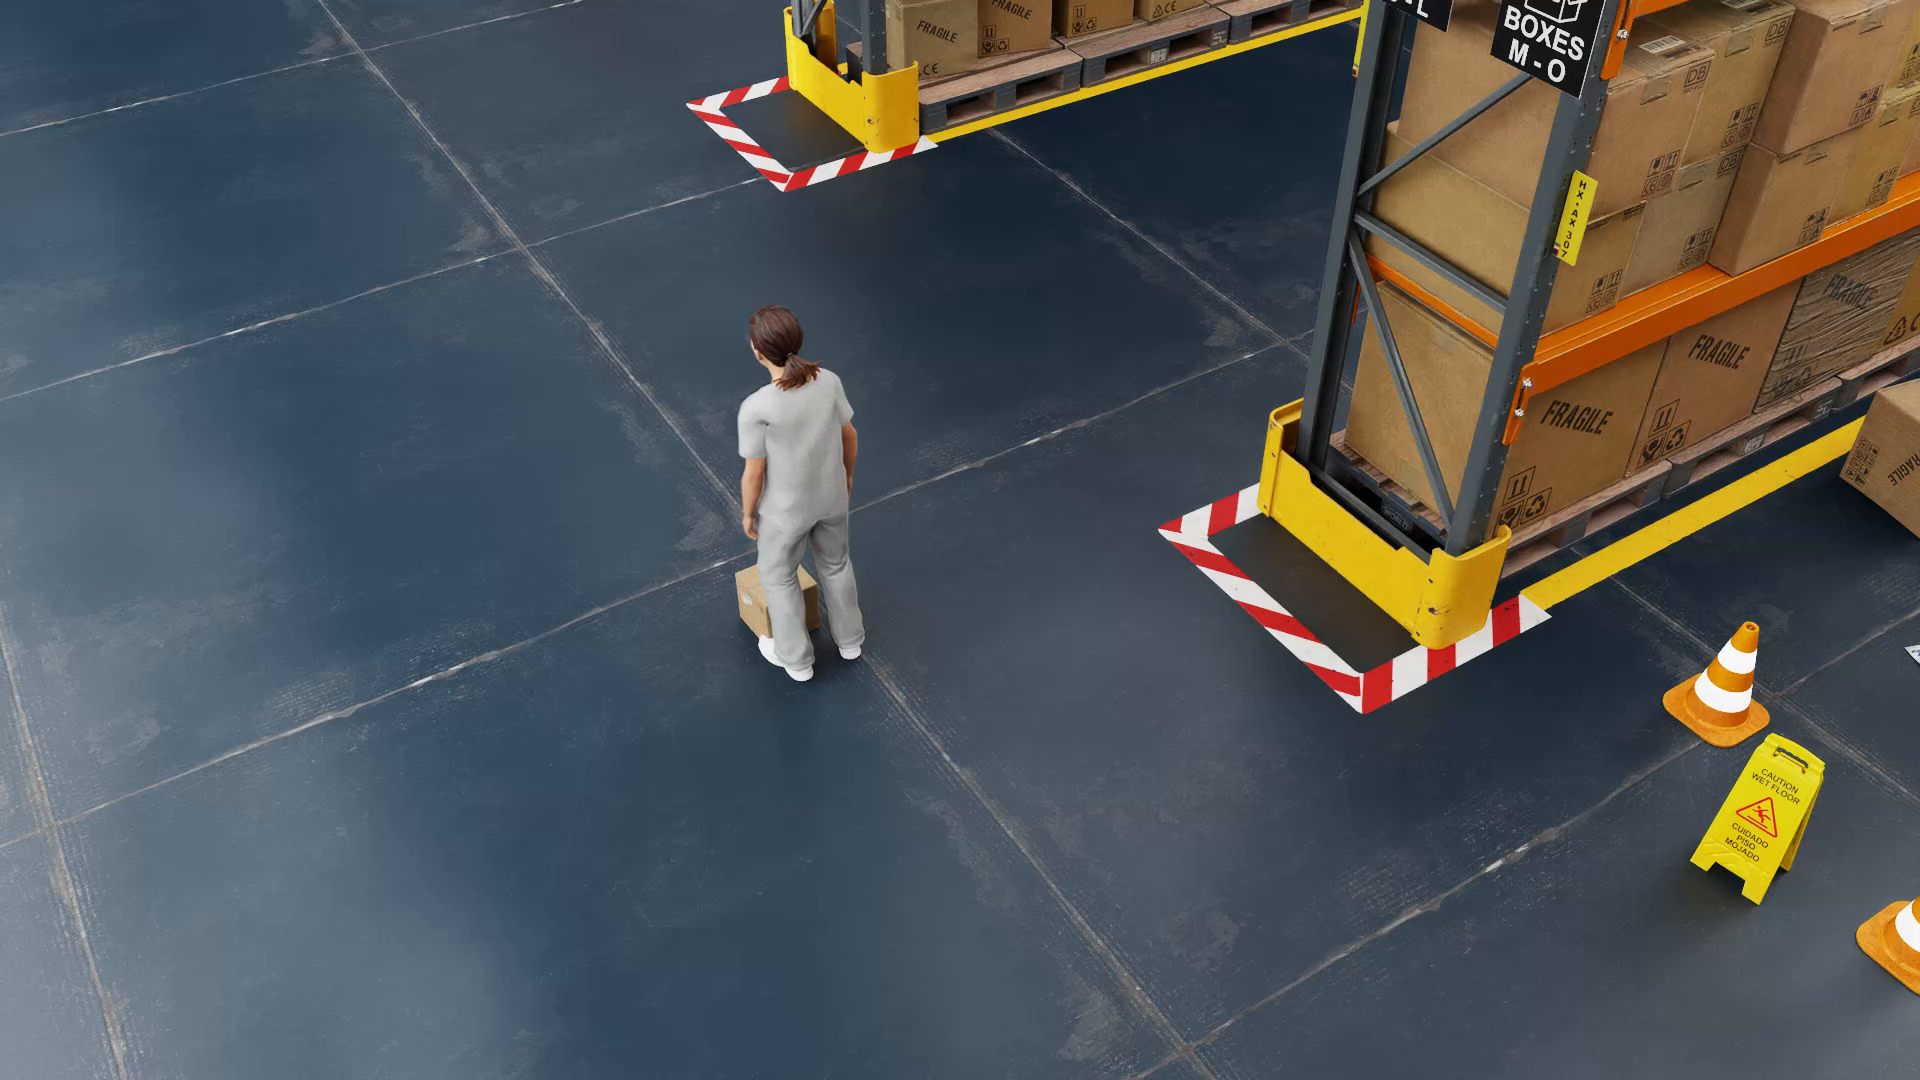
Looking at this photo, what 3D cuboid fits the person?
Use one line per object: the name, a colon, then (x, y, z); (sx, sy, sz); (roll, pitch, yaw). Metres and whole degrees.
person: (-0.611, -0.154, 6.337); (0.485, 1.672, 0.362); (-23, 46, -24)
